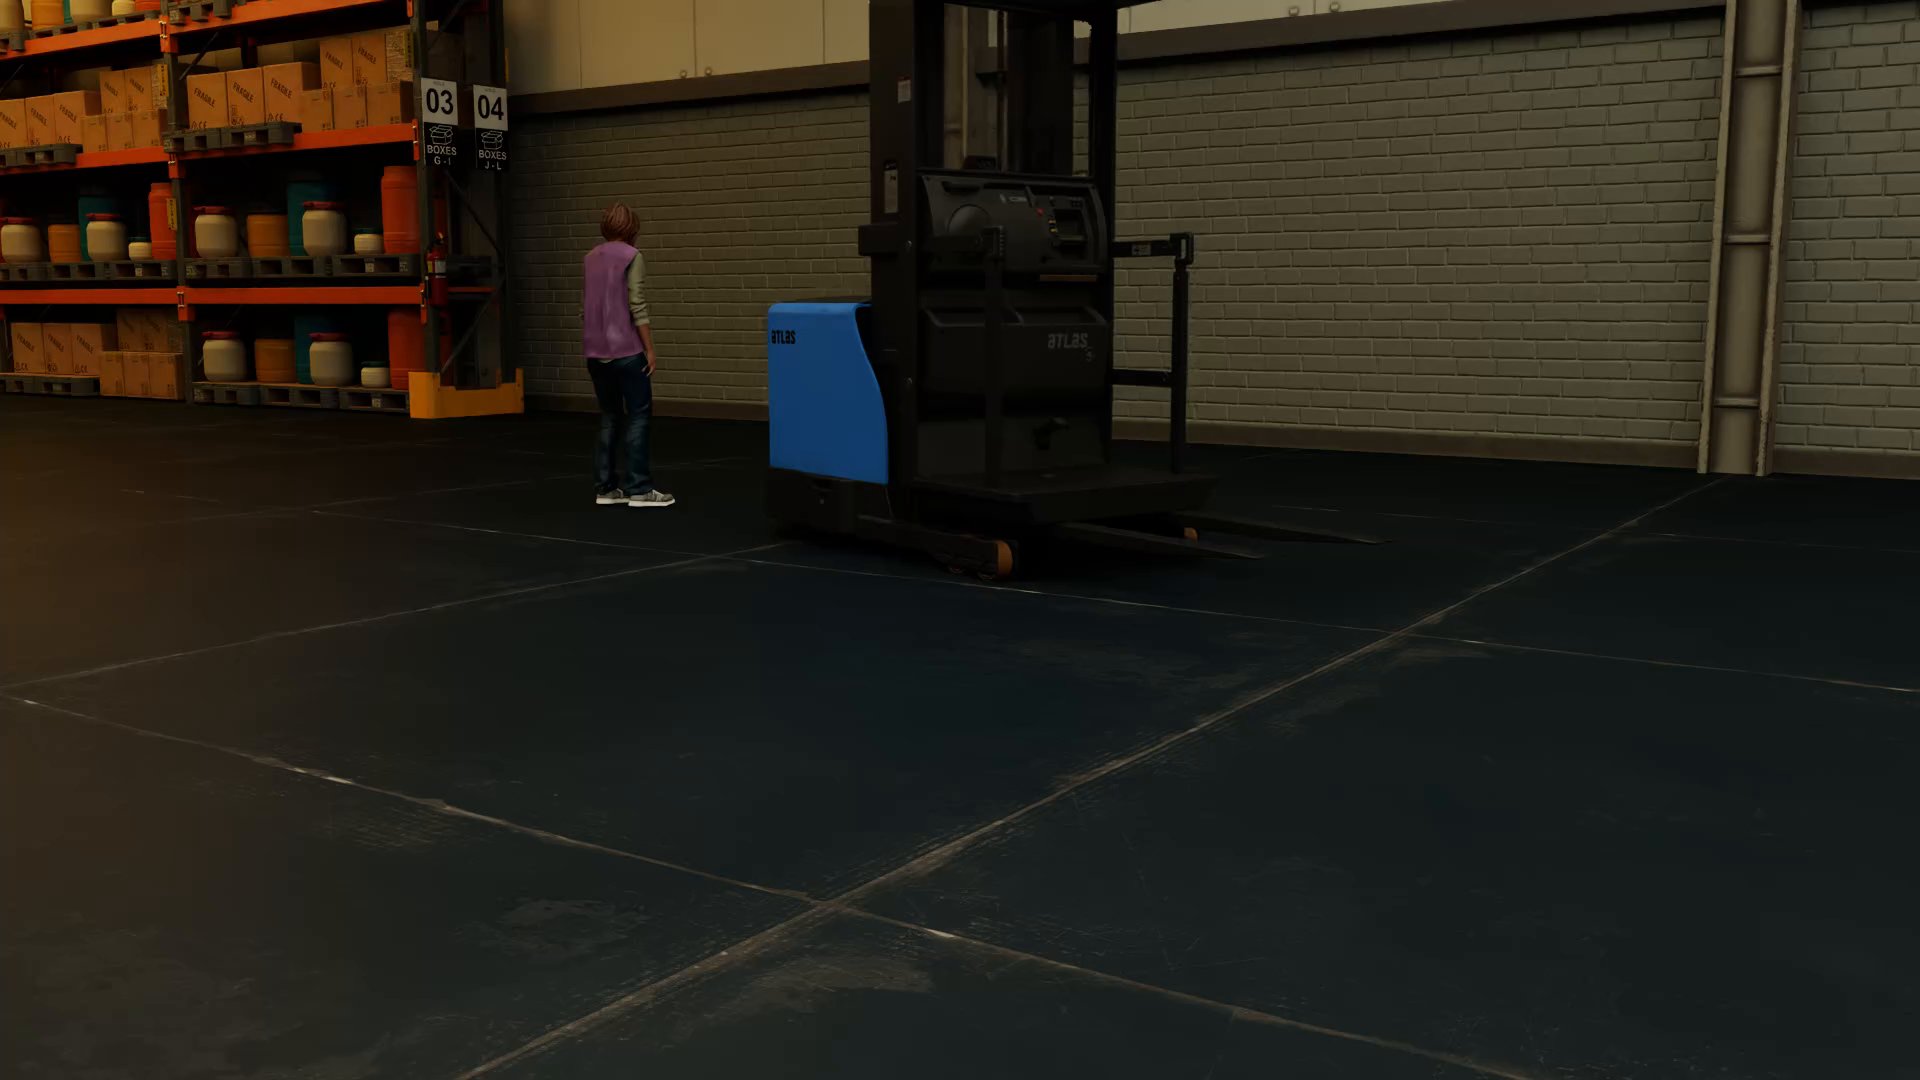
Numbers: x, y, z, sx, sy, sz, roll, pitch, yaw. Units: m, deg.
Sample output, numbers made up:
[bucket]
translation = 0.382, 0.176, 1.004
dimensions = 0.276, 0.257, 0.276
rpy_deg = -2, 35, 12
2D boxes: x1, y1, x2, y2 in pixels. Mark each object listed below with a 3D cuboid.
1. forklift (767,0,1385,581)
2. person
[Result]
[forklift]
translation = 0.366, -1.368, 6.816
dimensions = 1.130, 2.935, 3.031
rpy_deg = -6, 10, -36
[person]
translation = -1.796, -0.970, 8.775
dimensions = 0.474, 1.592, 0.347
rpy_deg = 5, 10, 32
